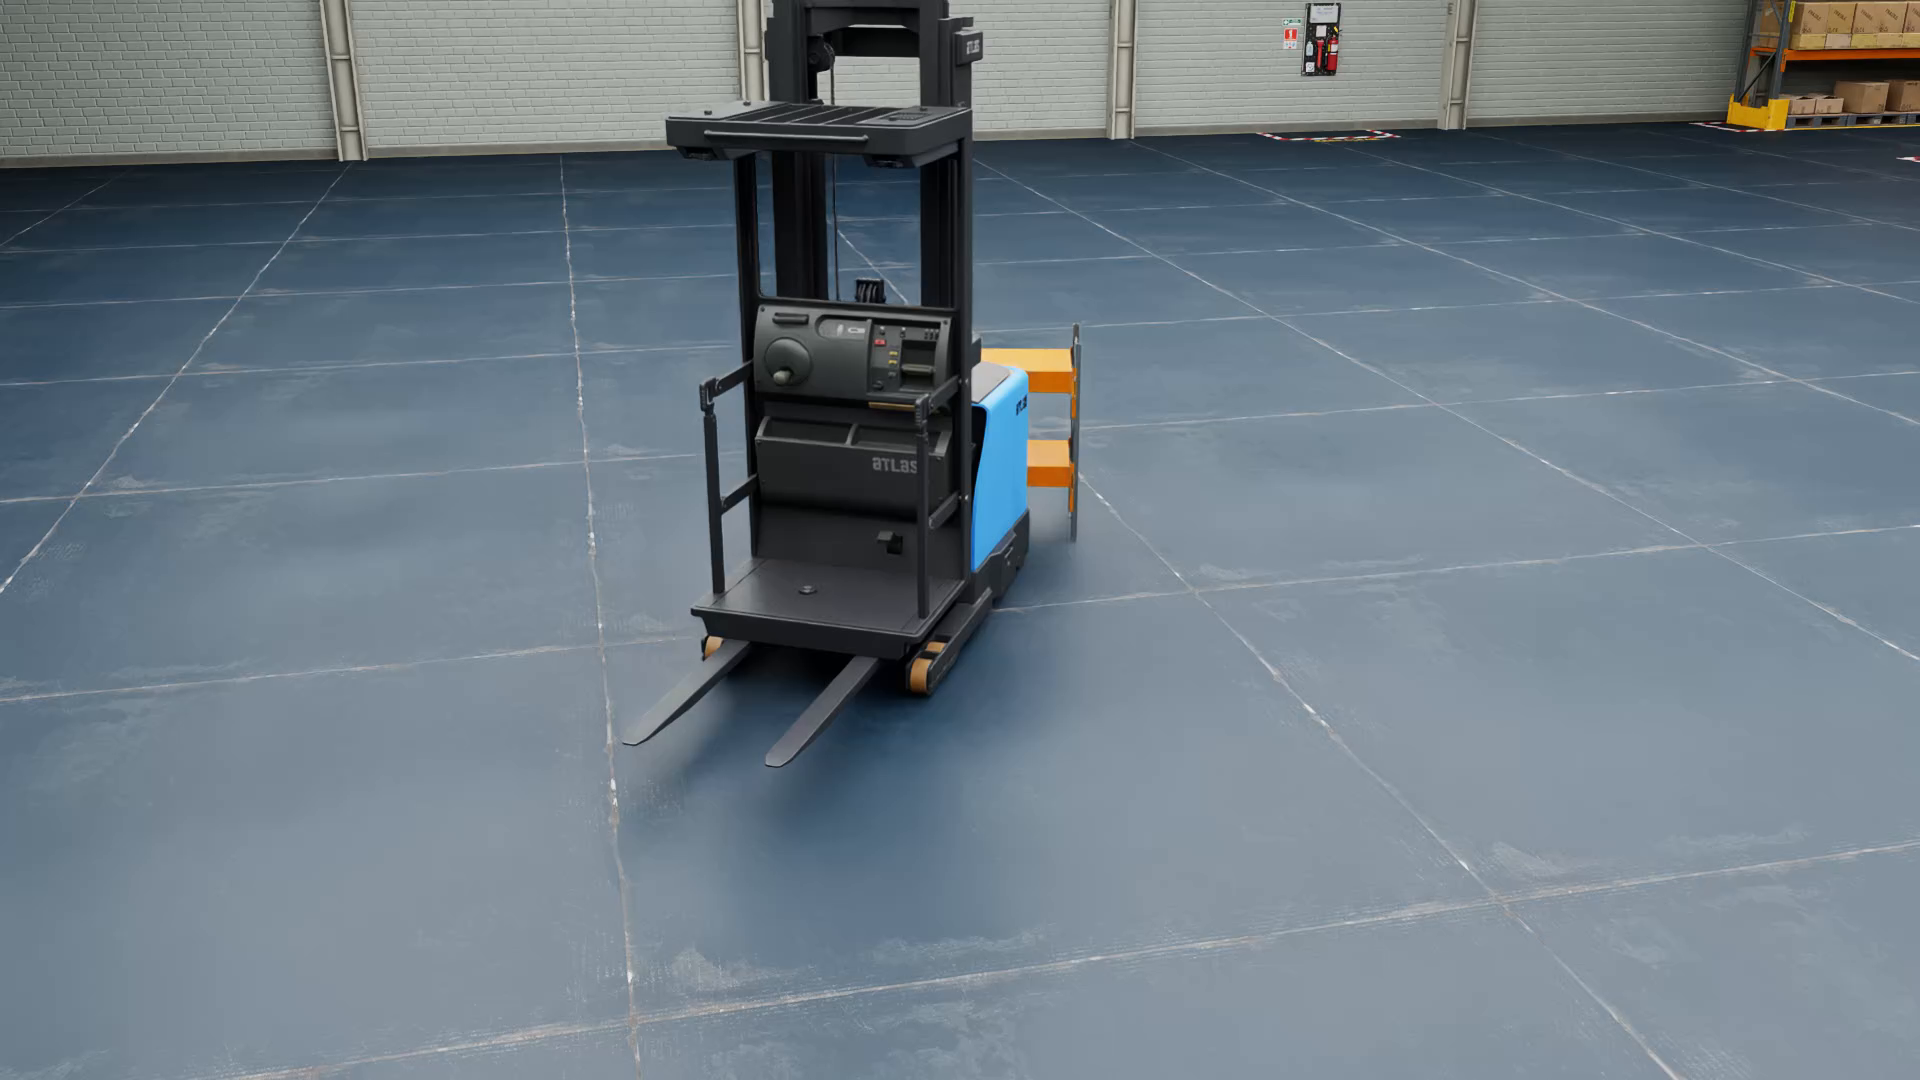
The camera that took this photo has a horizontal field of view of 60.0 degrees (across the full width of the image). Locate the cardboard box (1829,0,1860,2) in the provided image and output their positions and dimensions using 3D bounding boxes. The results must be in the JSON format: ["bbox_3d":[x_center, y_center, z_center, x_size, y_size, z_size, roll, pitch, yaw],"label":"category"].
[{"bbox_3d":[15.234,-9.121,28.953,0.500,0.500,0.500,-5,21,-14],"label":"cardboard box"}]

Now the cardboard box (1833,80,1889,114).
[{"bbox_3d":[15.804,-7.787,29.205,0.500,0.500,0.700,-6,21,-16],"label":"cardboard box"}]

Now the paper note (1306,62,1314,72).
[{"bbox_3d":[5.872,-7.925,27.870,0.142,0.148,0.016,-5,21,-12],"label":"paper note"}]

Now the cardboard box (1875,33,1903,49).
[{"bbox_3d":[15.870,-8.638,28.722,0.500,0.250,0.500,-4,21,-12],"label":"cardboard box"}]

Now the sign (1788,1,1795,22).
[{"bbox_3d":[13.955,-8.868,27.903,0.005,0.325,0.100,-5,21,-12],"label":"sign"}]

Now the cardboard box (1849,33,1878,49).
[{"bbox_3d":[15.377,-8.598,28.615,0.500,0.250,0.500,-5,21,-13],"label":"cardboard box"}]

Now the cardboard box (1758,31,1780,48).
[{"bbox_3d":[14.241,-8.684,28.848,0.500,0.250,0.500,-4,21,-12],"label":"cardboard box"}]

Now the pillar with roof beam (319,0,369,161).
[{"bbox_3d":[-8.053,-8.464,19.338,0.400,9.000,9.100,-5,21,-12],"label":"pillar with roof beam"}]

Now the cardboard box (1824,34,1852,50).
[{"bbox_3d":[14.880,-8.560,28.511,0.500,0.250,0.500,-5,21,-14],"label":"cardboard box"}]

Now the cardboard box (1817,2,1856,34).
[{"bbox_3d":[14.847,-8.907,28.367,0.500,0.500,0.500,-5,21,-12],"label":"cardboard box"}]

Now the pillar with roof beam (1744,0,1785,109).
[{"bbox_3d":[15.303,-10.364,24.524,0.400,9.000,9.100,-5,21,-12],"label":"pillar with roof beam"}]

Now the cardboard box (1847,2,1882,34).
[{"bbox_3d":[15.352,-8.946,28.473,0.500,0.500,0.500,-5,21,-14],"label":"cardboard box"}]

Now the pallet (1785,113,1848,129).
[{"bbox_3d":[14.703,-7.392,29.187,1.213,0.211,1.003,-5,21,-12],"label":"pallet"}]

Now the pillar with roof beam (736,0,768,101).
[{"bbox_3d":[-2.214,-8.939,20.634,0.400,9.000,9.100,-5,21,-12],"label":"pillar with roof beam"}]

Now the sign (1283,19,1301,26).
[{"bbox_3d":[5.504,-8.584,27.564,0.331,0.109,0.001,-5,21,-12],"label":"sign"}]

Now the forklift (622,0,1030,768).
[{"bbox_3d":[-0.554,-0.836,7.337,1.130,2.935,3.031,6,21,16],"label":"forklift"}]

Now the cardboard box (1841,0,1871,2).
[{"bbox_3d":[15.724,-9.161,29.061,0.500,0.500,0.500,-4,21,-12],"label":"cardboard box"}]

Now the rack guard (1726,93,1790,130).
[{"bbox_3d":[13.904,-7.475,28.994,0.348,0.500,1.175,-5,21,-12],"label":"rack guard"}]

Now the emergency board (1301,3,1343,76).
[{"bbox_3d":[6.060,-8.330,27.694,0.643,1.169,0.194,-5,21,-12],"label":"emergency board"}]

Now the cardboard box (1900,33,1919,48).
[{"bbox_3d":[16.359,-8.678,28.832,0.500,0.250,0.500,-5,21,-13],"label":"cardboard box"}]

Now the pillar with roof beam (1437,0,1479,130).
[{"bbox_3d":[9.464,-9.889,23.227,0.400,9.000,9.100,-5,21,-12],"label":"pillar with roof beam"}]

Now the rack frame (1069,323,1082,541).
[{"bbox_3d":[0.647,-0.608,9.339,0.032,1.125,0.500,1,20,2],"label":"rack frame"}]

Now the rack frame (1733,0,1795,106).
[{"bbox_3d":[13.830,-8.643,28.548,0.127,3.000,1.000,-5,21,-12],"label":"rack frame"}]

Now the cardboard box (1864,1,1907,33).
[{"bbox_3d":[15.851,-8.990,28.596,0.500,0.500,0.500,-4,20,-11],"label":"cardboard box"}]

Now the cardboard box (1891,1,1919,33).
[{"bbox_3d":[16.357,-9.032,28.709,0.500,0.500,0.500,-5,21,-14],"label":"cardboard box"}]

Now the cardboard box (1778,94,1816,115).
[{"bbox_3d":[14.524,-7.611,29.002,0.500,0.311,0.500,-7,21,-19],"label":"cardboard box"}]

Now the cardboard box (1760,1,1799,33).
[{"bbox_3d":[14.240,-9.042,28.737,0.500,0.500,0.500,-5,21,-13],"label":"cardboard box"}]

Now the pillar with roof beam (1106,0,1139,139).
[{"bbox_3d":[3.625,-9.414,21.931,0.400,9.000,9.100,-5,21,-12],"label":"pillar with roof beam"}]

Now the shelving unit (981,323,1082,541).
[{"bbox_3d":[0.139,-0.615,9.358,1.048,1.125,0.538,1,20,2],"label":"shelving unit"}]

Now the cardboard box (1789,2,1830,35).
[{"bbox_3d":[14.364,-8.871,28.270,0.500,0.500,0.500,-5,21,-12],"label":"cardboard box"}]

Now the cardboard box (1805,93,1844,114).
[{"bbox_3d":[15.079,-7.657,29.125,0.500,0.311,0.500,-3,20,-8],"label":"cardboard box"}]

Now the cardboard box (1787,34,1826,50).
[{"bbox_3d":[14.378,-8.514,28.385,0.500,0.250,0.500,-5,21,-14],"label":"cardboard box"}]

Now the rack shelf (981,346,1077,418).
[{"bbox_3d":[0.139,-0.890,9.257,1.000,0.278,0.538,1,20,2],"label":"rack shelf"}]

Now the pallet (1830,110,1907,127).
[{"bbox_3d":[15.888,-7.487,29.447,1.213,0.211,1.003,-5,21,-12],"label":"pallet"}]

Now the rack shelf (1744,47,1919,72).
[{"bbox_3d":[15.777,-8.463,29.104,4.000,0.370,1.077,-5,21,-12],"label":"rack shelf"}]

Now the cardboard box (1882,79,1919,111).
[{"bbox_3d":[16.722,-7.897,29.505,0.500,0.500,0.500,-6,21,-17],"label":"cardboard box"}]

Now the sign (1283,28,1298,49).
[{"bbox_3d":[5.498,-8.338,27.662,0.234,0.329,0.001,-5,21,-12],"label":"sign"}]

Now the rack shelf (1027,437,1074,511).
[{"bbox_3d":[0.139,-0.385,9.442,1.000,0.278,0.538,1,20,2],"label":"rack shelf"}]

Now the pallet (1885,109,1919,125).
[{"bbox_3d":[17.077,-7.585,29.714,1.213,0.211,1.003,-5,21,-12],"label":"pallet"}]
